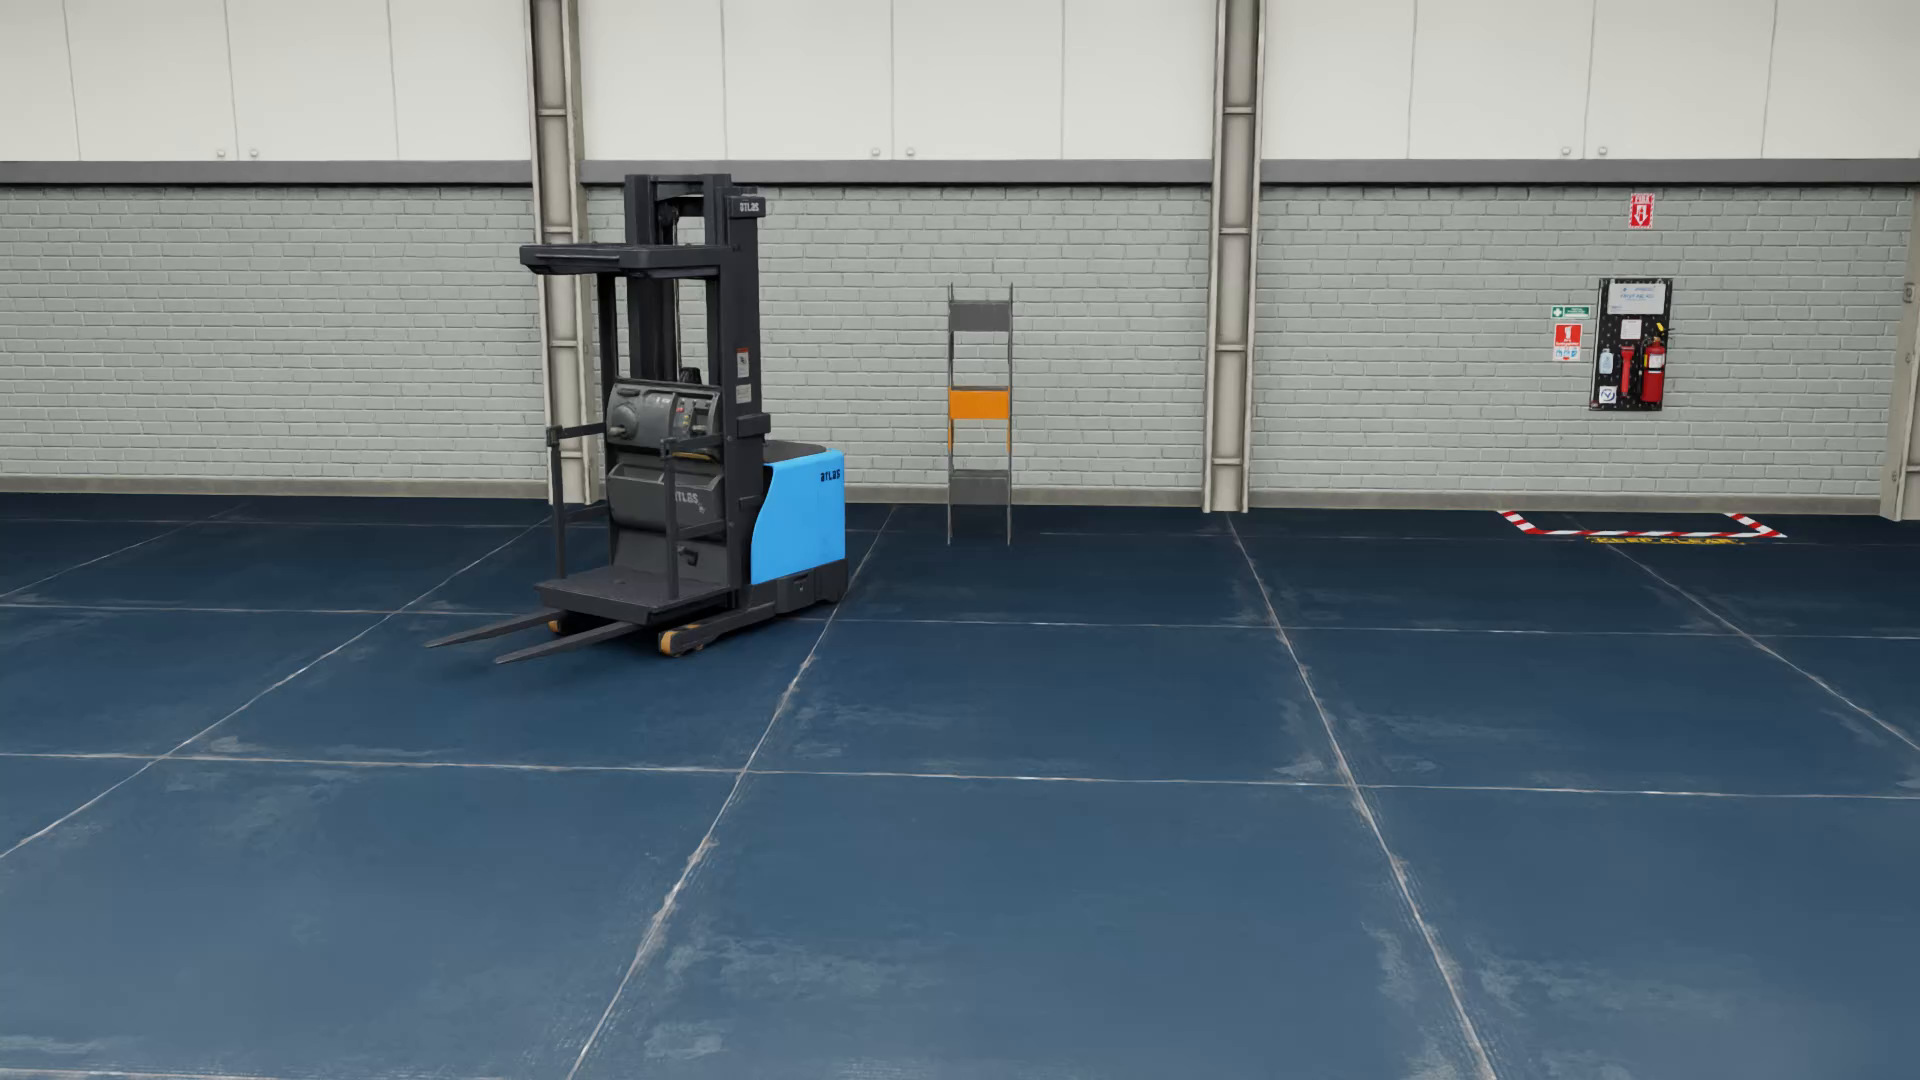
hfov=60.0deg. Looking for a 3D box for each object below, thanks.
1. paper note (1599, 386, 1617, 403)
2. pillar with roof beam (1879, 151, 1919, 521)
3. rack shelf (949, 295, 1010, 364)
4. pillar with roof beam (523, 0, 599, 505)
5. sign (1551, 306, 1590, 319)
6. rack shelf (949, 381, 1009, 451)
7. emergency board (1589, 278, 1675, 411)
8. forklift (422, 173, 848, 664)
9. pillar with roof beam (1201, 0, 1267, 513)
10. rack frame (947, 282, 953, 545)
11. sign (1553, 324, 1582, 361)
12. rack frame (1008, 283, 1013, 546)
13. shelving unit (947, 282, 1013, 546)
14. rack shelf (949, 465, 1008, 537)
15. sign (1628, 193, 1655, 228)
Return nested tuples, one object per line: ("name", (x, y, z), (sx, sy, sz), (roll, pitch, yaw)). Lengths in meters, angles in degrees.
("paper note", (5.751, -1.289, 14.757), (0.142, 0.148, 0.016), (1, 12, 4))
("pillar with roof beam", (8.098, -3.719, 9.570), (0.400, 9.000, 9.100), (1, 12, 4))
("rack shelf", (0.165, -1.697, 13.402), (0.480, 0.518, 0.431), (1, 12, 4))
("pillar with roof beam", (-3.875, -3.883, 10.355), (0.400, 9.000, 9.100), (1, 12, 4))
("sign", (5.382, -2.007, 14.657), (0.331, 0.109, 0.001), (1, 12, 4))
("rack shelf", (0.165, -1.012, 13.545), (0.480, 0.518, 0.431), (1, 12, 4))
("emergency board", (5.923, -1.704, 14.587), (0.643, 1.169, 0.194), (1, 12, 4))
("forklift", (-2.028, -0.818, 10.521), (1.130, 2.935, 3.031), (8, 14, 33))
("pillar with roof beam", (2.111, -3.801, 9.962), (0.400, 9.000, 9.100), (1, 12, 4))
("rack frame", (-0.078, -1.029, 13.558), (0.015, 2.100, 0.400), (1, 12, 4))
("sign", (5.378, -1.750, 14.721), (0.234, 0.329, 0.001), (1, 12, 4))
("rack frame", (0.409, -1.022, 13.526), (0.015, 2.100, 0.400), (1, 12, 4))
("shelving unit", (0.165, -1.025, 13.542), (0.503, 2.100, 0.431), (1, 12, 4))
("rack shelf", (0.165, -0.327, 13.688), (0.480, 0.518, 0.431), (1, 12, 4))
("sign", (5.921, -2.859, 14.448), (0.199, 0.298, 0.001), (1, 12, 4))
